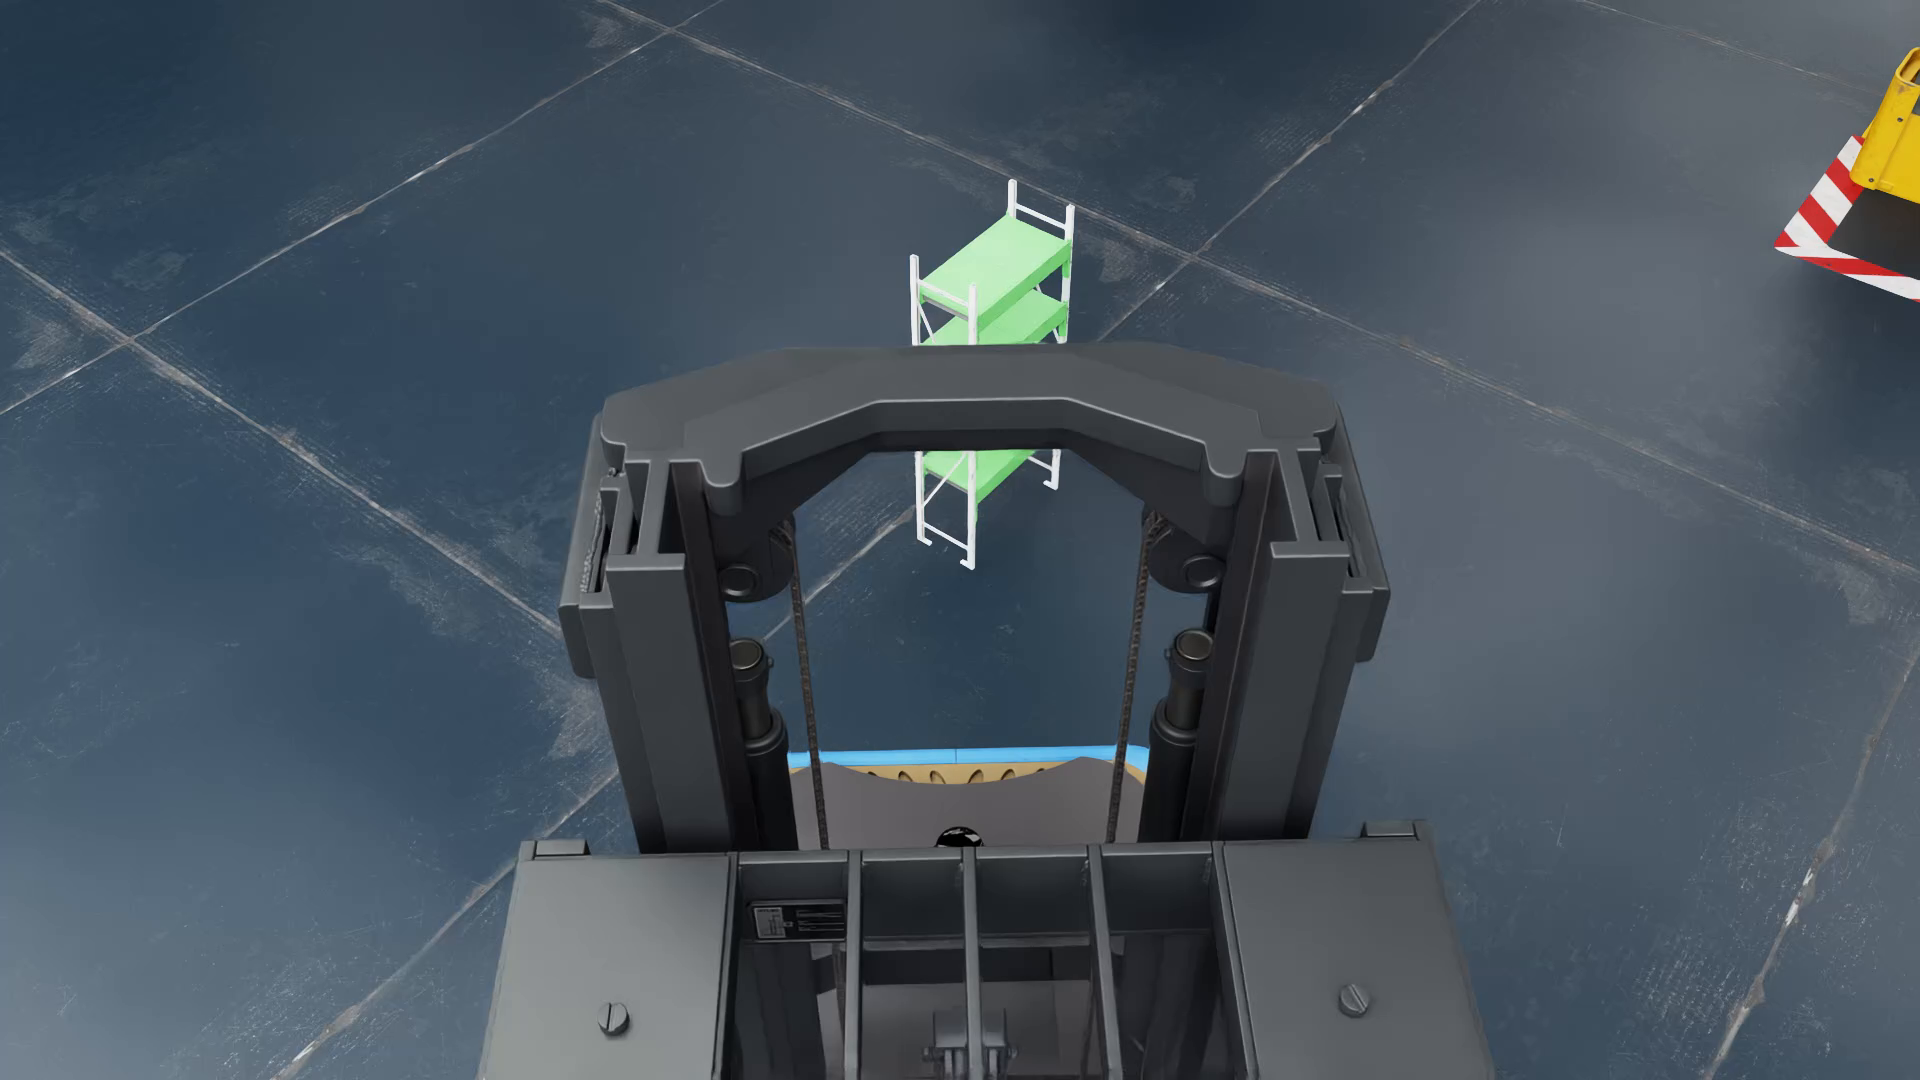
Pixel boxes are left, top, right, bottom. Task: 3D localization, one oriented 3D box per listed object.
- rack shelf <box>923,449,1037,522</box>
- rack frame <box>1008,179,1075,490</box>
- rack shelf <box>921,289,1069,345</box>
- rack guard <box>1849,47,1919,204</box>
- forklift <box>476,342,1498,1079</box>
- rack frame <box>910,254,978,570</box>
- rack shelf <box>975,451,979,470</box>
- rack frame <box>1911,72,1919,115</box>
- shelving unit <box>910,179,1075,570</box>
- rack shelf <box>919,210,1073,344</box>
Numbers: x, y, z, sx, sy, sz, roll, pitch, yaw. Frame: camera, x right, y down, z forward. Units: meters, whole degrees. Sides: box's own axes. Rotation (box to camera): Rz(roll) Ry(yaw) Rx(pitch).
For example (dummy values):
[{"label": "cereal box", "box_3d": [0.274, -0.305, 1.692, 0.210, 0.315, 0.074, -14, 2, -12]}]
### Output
[{"label": "rack shelf", "box_3d": [0.101, -0.299, 5.626, 0.258, 0.148, 0.480, 29, 53, 25]}, {"label": "rack frame", "box_3d": [0.250, -0.649, 5.540, 0.240, 1.200, 0.015, 29, 53, 25]}, {"label": "rack shelf", "box_3d": [0.101, -0.631, 5.279, 0.258, 0.148, 0.480, 29, 53, 25]}, {"label": "rack guard", "box_3d": [4.427, -1.582, 6.916, 1.175, 0.500, 0.348, 29, 53, 25]}, {"label": "forklift", "box_3d": [0.029, 1.275, 2.505, 1.130, 2.935, 3.031, -1, 46, -1]}, {"label": "rack frame", "box_3d": [-0.048, -0.370, 5.273, 0.240, 1.200, 0.015, 29, 53, 25]}, {"label": "rack shelf", "box_3d": [0.101, -0.465, 5.453, 0.258, 0.148, 0.480, 29, 53, 25]}, {"label": "rack frame", "box_3d": [4.380, -2.402, 5.970, 1.000, 3.000, 0.127, 29, 53, 25]}, {"label": "shelving unit", "box_3d": [0.101, -0.509, 5.407, 0.258, 1.200, 0.503, 29, 53, 25]}, {"label": "rack shelf", "box_3d": [0.101, -0.797, 5.106, 0.258, 0.148, 0.480, 29, 53, 25]}]
